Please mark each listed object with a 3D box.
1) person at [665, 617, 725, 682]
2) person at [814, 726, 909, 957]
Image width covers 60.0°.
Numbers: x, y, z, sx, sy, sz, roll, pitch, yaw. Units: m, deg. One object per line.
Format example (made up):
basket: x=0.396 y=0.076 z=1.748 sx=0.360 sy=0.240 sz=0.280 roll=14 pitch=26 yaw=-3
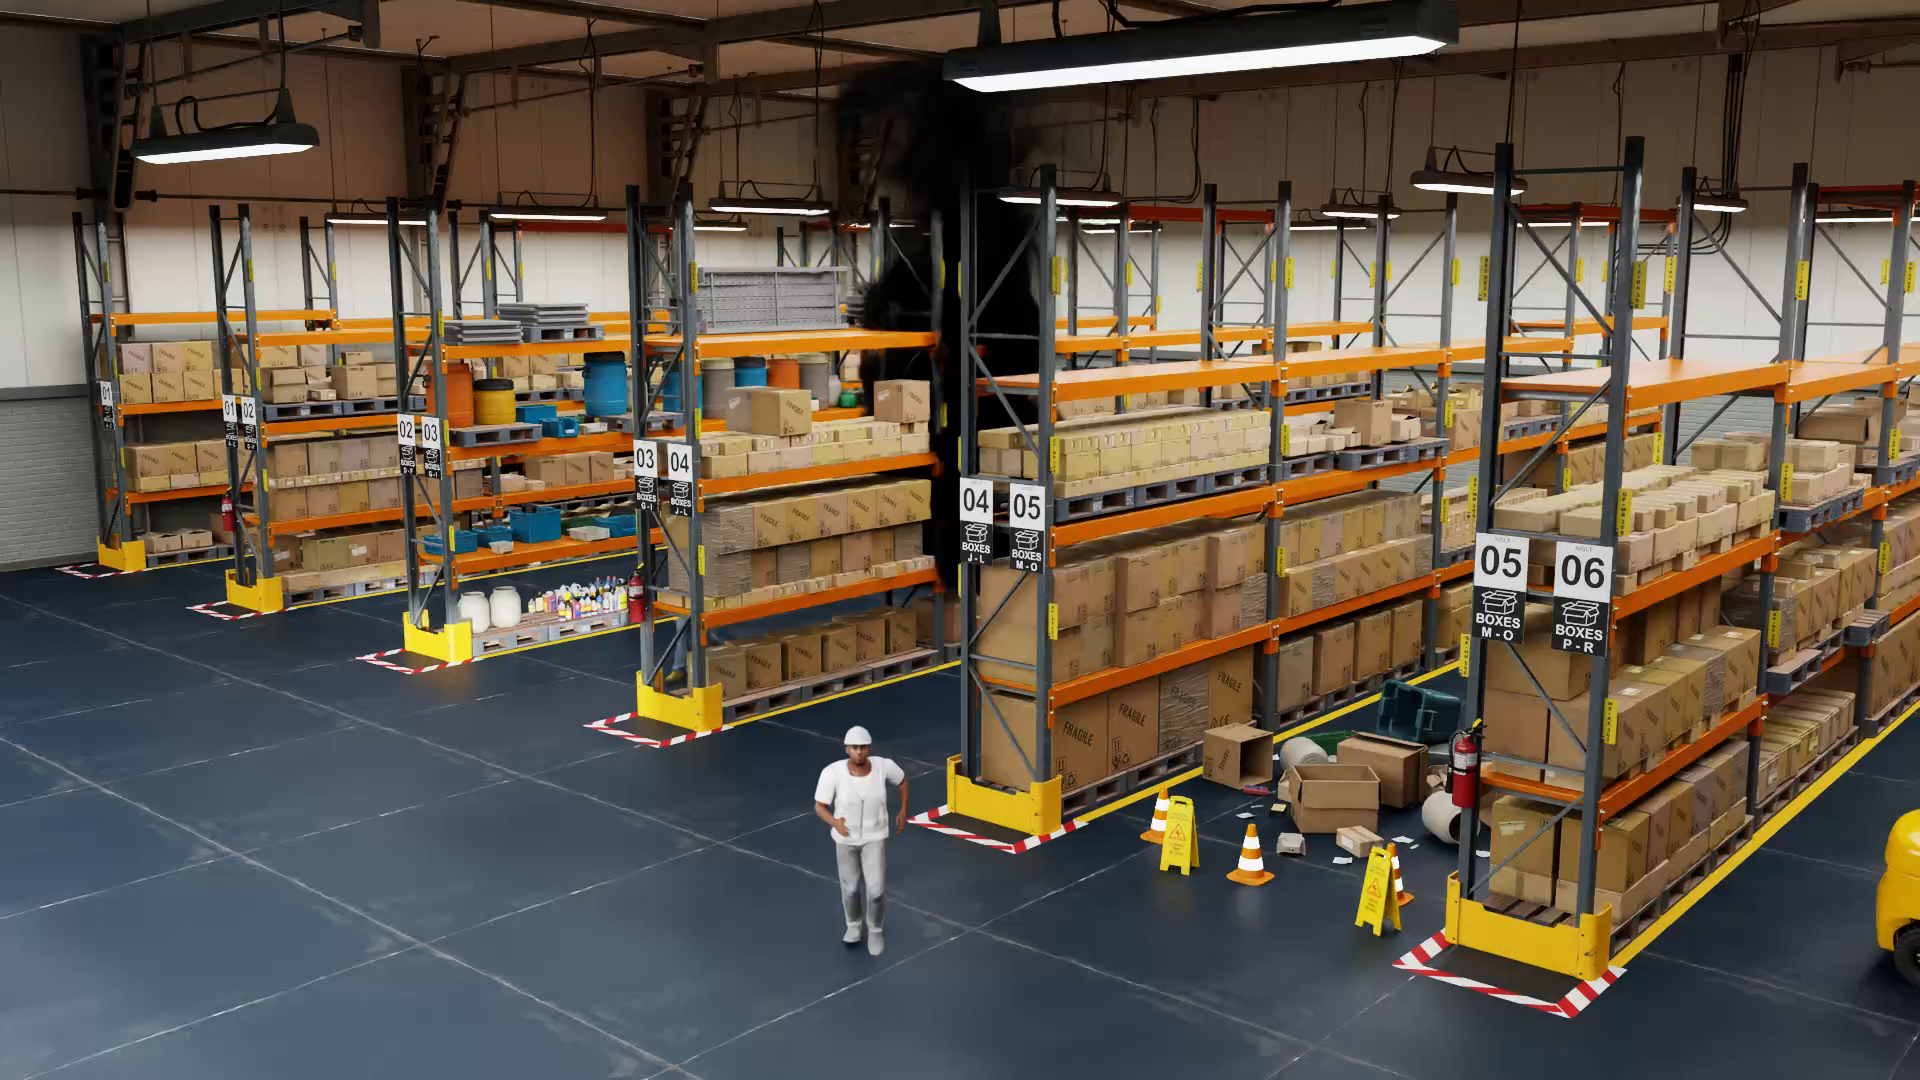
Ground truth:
person: x=-3.303 y=0.838 z=20.743 sx=0.700 sy=1.754 sz=0.989 roll=7 pitch=12 yaw=35
person: x=-0.728 y=2.267 z=12.467 sx=0.723 sy=1.794 sz=0.706 roll=-1 pitch=10 yaw=-6
